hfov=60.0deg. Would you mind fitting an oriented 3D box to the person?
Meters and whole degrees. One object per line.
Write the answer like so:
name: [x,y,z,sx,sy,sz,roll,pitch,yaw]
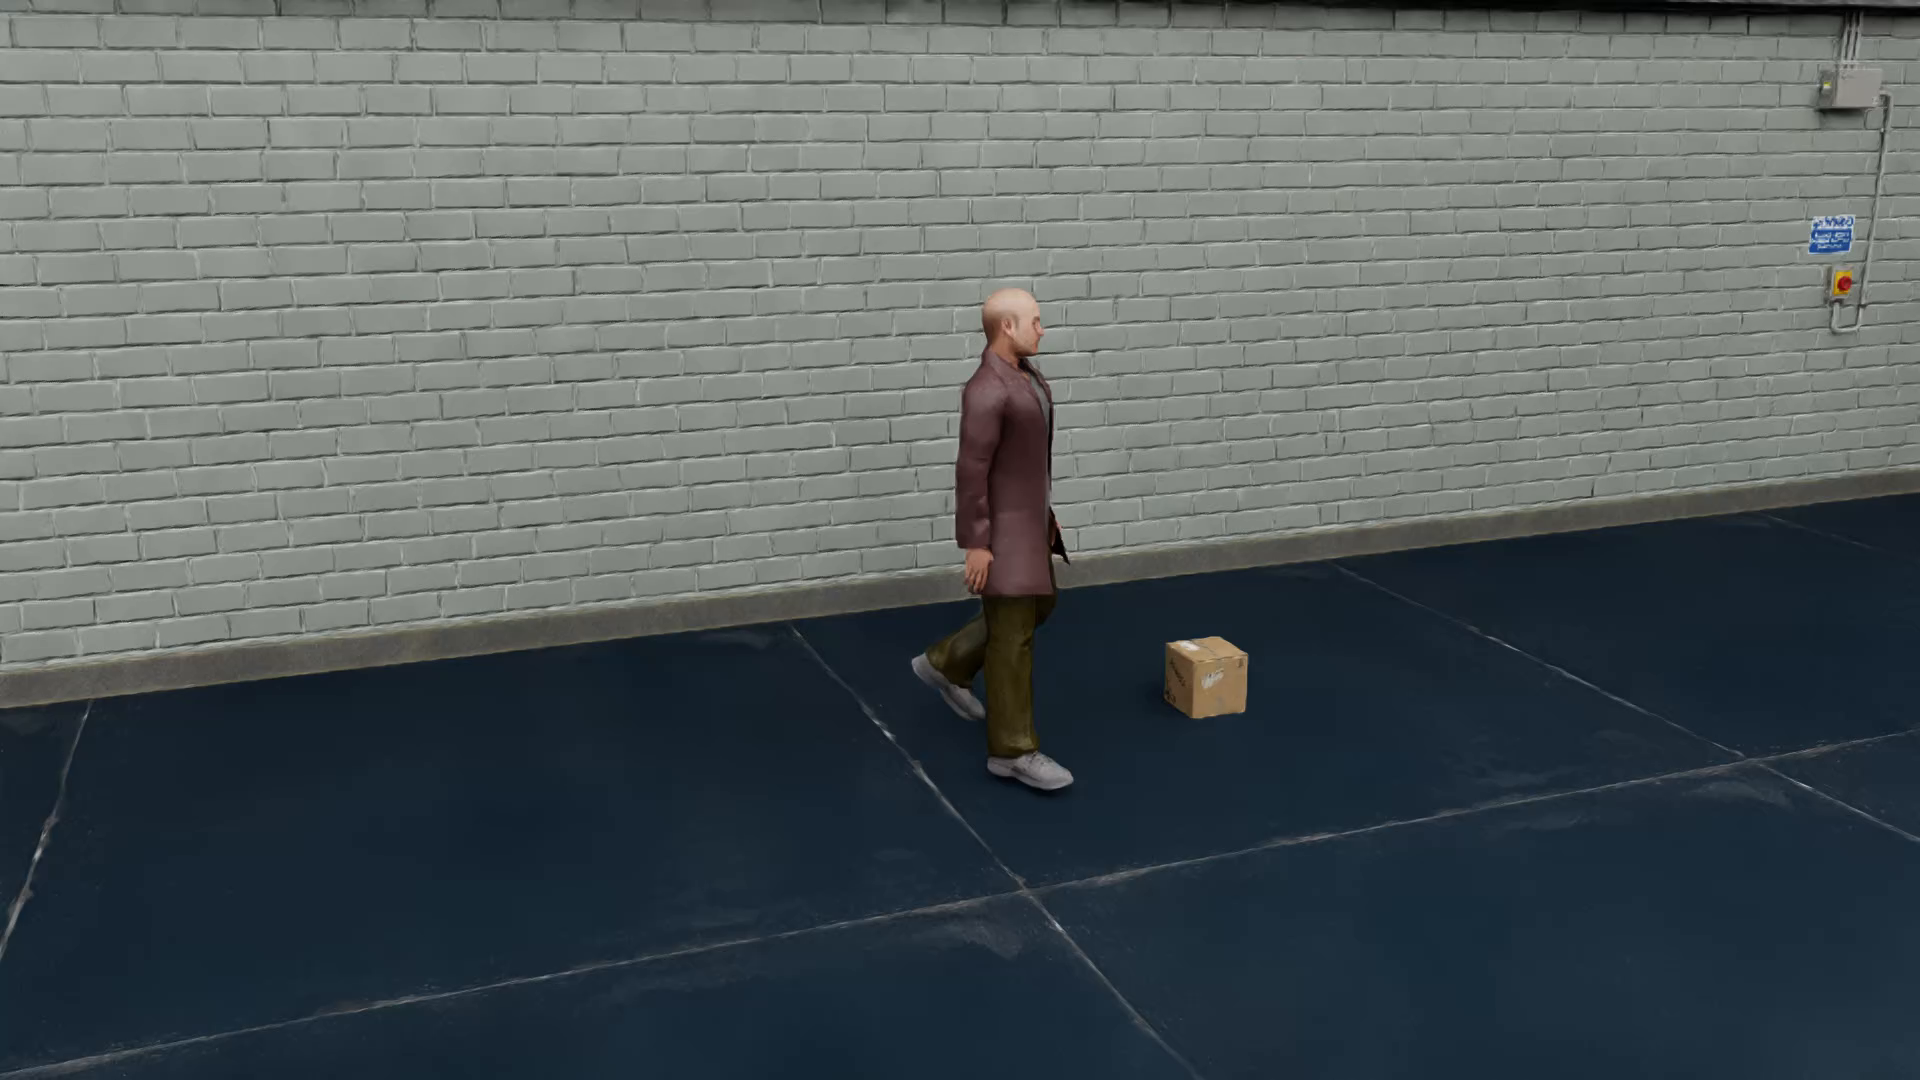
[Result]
person: [0.128,-0.043,6.145,0.703,1.771,0.698,3,16,11]
